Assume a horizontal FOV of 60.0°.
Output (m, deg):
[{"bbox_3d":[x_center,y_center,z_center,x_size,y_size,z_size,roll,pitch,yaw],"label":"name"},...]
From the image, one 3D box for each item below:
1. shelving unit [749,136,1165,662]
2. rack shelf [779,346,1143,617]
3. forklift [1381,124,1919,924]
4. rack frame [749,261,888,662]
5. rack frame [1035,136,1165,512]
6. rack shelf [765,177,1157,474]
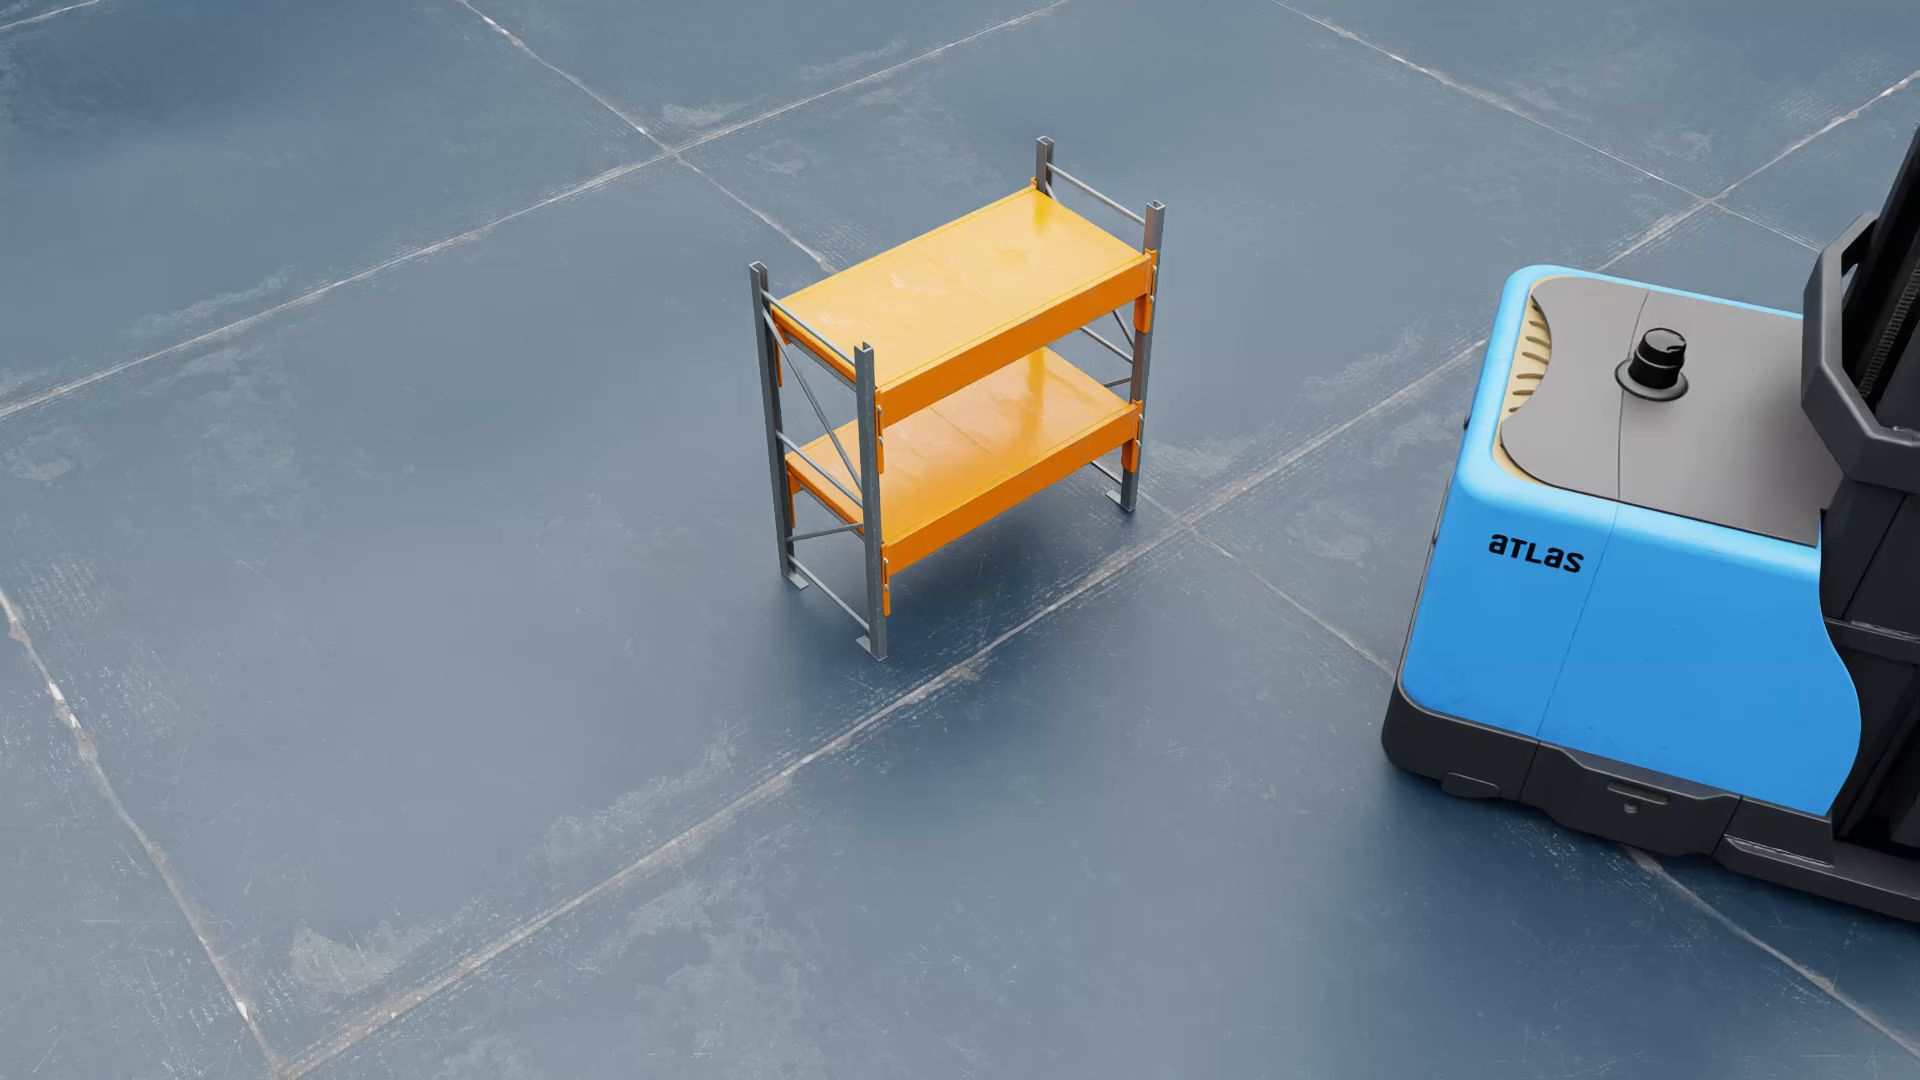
[{"bbox_3d":[0.005,-0.413,4.868,1.048,1.125,0.538,-30,51,-28],"label":"shelving unit"},{"bbox_3d":[0.005,-0.235,5.035,1.000,0.278,0.538,-30,51,-28],"label":"rack shelf"},{"bbox_3d":[2.725,-0.378,3.511,3.031,2.935,1.130,15,45,15],"label":"forklift"},{"bbox_3d":[-0.385,-0.190,4.630,0.032,1.125,0.500,-30,51,-28],"label":"rack frame"},{"bbox_3d":[0.395,-0.636,5.106,0.032,1.125,0.500,-30,51,-28],"label":"rack frame"},{"bbox_3d":[0.005,-0.626,4.668,1.000,0.278,0.538,-30,51,-28],"label":"rack shelf"}]
